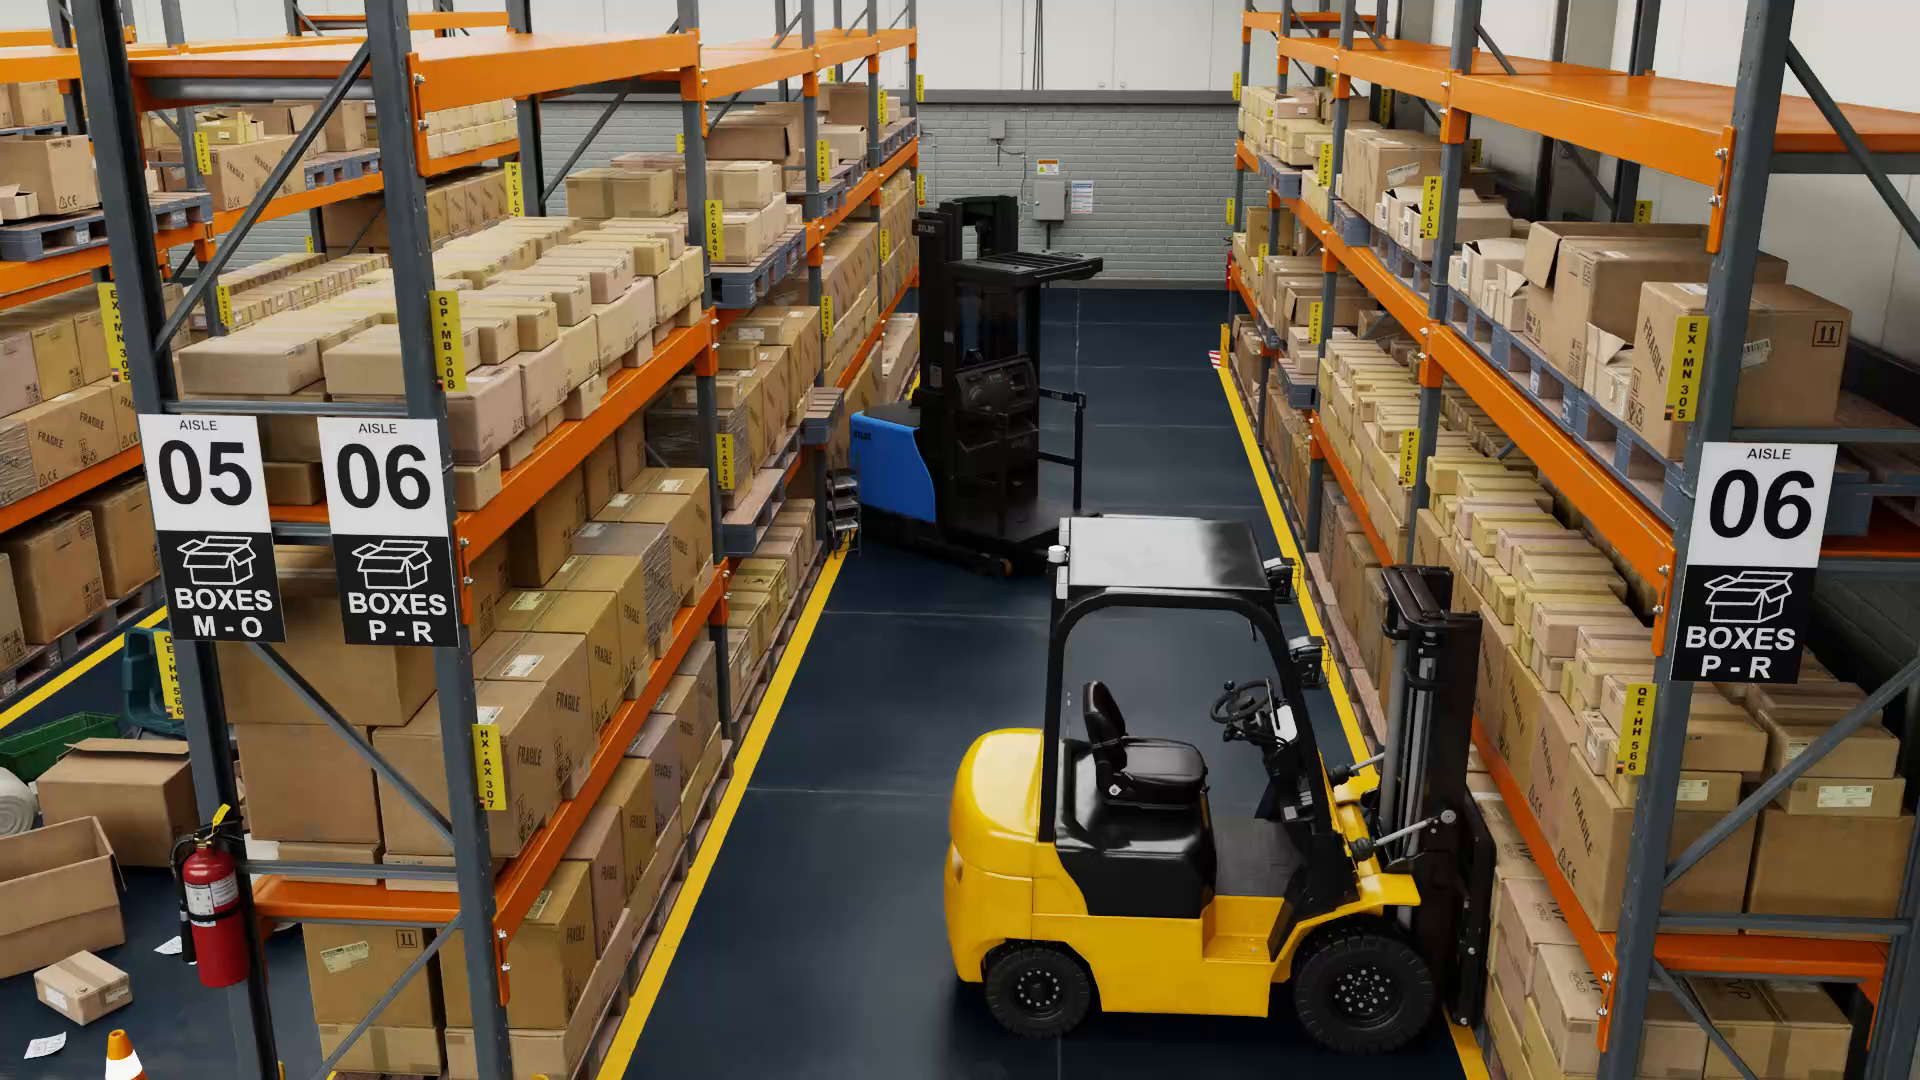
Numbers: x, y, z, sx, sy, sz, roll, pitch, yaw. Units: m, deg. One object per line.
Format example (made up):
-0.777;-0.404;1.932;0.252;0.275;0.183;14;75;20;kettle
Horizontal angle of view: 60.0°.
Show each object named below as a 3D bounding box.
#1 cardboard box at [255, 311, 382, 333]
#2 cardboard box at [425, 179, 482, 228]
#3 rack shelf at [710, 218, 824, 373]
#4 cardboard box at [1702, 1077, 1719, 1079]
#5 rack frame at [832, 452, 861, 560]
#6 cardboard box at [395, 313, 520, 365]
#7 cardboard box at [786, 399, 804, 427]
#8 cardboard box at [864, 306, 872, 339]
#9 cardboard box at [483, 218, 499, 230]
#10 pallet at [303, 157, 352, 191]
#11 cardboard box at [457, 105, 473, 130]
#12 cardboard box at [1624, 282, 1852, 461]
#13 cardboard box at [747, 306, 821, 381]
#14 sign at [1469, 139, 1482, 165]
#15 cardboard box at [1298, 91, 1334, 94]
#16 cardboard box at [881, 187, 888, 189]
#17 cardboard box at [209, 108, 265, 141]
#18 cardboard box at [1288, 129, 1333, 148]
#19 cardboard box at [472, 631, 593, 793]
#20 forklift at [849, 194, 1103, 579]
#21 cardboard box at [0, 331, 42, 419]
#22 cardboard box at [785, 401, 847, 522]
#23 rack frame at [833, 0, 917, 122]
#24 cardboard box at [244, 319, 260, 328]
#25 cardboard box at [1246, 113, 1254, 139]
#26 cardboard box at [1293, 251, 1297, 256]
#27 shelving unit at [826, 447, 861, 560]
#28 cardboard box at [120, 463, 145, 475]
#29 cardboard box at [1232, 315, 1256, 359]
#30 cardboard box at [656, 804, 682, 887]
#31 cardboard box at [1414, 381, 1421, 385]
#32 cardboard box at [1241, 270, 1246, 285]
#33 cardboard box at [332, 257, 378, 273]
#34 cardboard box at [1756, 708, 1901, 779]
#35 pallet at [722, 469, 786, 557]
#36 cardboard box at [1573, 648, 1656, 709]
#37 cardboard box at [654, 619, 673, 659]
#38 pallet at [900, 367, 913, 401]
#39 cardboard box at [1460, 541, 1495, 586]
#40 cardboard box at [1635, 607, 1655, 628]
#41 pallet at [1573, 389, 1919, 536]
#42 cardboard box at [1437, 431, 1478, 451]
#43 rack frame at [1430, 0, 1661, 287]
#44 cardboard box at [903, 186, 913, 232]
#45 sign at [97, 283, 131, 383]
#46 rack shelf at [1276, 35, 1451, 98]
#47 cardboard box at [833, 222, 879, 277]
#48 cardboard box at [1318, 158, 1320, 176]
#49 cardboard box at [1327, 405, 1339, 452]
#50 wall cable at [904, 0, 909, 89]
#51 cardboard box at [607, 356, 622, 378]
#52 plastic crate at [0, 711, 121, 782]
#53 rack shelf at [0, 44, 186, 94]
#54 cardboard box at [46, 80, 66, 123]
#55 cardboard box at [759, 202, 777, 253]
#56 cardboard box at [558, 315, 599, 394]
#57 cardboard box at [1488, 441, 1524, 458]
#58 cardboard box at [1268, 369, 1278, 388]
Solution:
-2.399;-0.763;6.241;0.380;0.149;0.250;1;18;3;cardboard box
-5.867;-3.889;19.231;0.500;0.500;0.500;1;18;2;cardboard box
-1.755;-1.755;11.300;1.077;0.370;4.000;1;18;4;rack shelf
3.007;2.030;6.349;0.500;0.250;0.500;2;18;5;cardboard box
-0.944;-0.281;13.834;0.240;0.900;0.006;-9;20;-25;rack frame
-1.874;-0.754;6.211;0.380;0.149;0.250;1;18;4;cardboard box
-1.353;-0.938;12.197;0.380;0.149;0.250;2;18;5;cardboard box
-1.143;-2.160;16.440;0.500;0.250;0.500;1;18;3;cardboard box
-5.827;-3.582;19.900;0.500;0.500;0.500;1;18;4;cardboard box
-6.491;-3.439;15.584;1.213;0.211;1.003;1;18;4;pallet
-5.884;-4.825;18.951;0.500;0.250;0.500;0;18;2;cardboard box
2.555;-0.561;5.506;0.500;0.500;0.500;2;18;6;cardboard box
-1.367;-1.534;12.973;0.500;0.500;0.500;1;18;2;cardboard box
3.893;-2.877;12.610;0.100;0.325;0.005;1;18;4;sign
4.095;-4.934;18.808;0.500;0.250;0.500;1;18;4;cardboard box
-1.002;-3.856;18.565;0.380;0.149;0.250;1;18;4;cardboard box
-6.236;-3.568;14.288;0.396;0.266;0.258;1;18;4;cardboard box
3.116;-3.557;14.735;0.380;0.149;0.250;1;18;4;cardboard box
-1.840;0.701;6.827;0.500;0.500;0.500;2;18;6;cardboard box
0.464;-1.263;13.569;3.031;2.935;1.130;16;24;40;forklift
-6.742;-1.123;11.267;0.700;0.500;0.500;1;18;4;cardboard box
-1.479;-0.695;14.465;0.875;0.875;0.875;1;18;3;cardboard box
-1.038;-6.628;20.199;1.000;3.000;0.127;1;18;4;rack frame
-6.304;-1.823;14.421;0.380;0.149;0.250;2;18;7;cardboard box
3.544;-4.714;18.939;0.500;0.250;0.500;1;18;2;cardboard box
4.029;-3.113;18.868;0.500;0.250;0.500;1;18;4;cardboard box
-0.989;-0.309;13.921;0.258;0.900;0.210;-9;20;-25;shelving unit
-6.689;-0.315;13.506;1.050;0.750;0.750;1;18;3;cardboard box
3.775;-2.493;20.548;0.797;0.503;0.637;1;18;2;cardboard box
-1.742;1.570;8.556;0.500;0.250;0.500;2;18;5;cardboard box
3.550;-1.045;12.232;0.500;0.250;0.500;1;18;4;cardboard box
3.474;-3.053;19.327;0.380;0.149;0.250;1;18;2;cardboard box
-6.122;-2.764;16.816;0.380;0.149;0.250;1;18;2;cardboard box
3.003;0.705;5.774;0.380;0.149;0.250;1;18;3;cardboard box
-1.698;-0.193;10.503;1.003;0.211;1.213;1;18;4;pallet
2.560;0.530;6.310;0.380;0.149;0.250;2;18;5;cardboard box
-1.687;0.491;8.509;0.380;0.149;0.250;1;18;3;cardboard box
-1.107;-1.824;19.651;1.003;0.211;1.213;1;18;4;pallet
2.648;0.115;8.052;0.380;0.149;0.250;1;18;3;cardboard box
3.182;0.371;7.271;0.380;0.149;0.250;1;18;4;cardboard box
2.843;-0.301;5.848;1.003;0.211;1.213;1;18;4;pallet
2.926;-0.563;10.121;0.380;0.149;0.250;1;18;4;cardboard box
3.053;-2.791;8.490;1.000;3.000;0.127;1;18;4;rack frame
-0.843;-3.982;19.991;0.500;0.500;0.500;1;18;4;cardboard box
-2.737;-0.673;5.419;0.100;0.325;0.005;1;18;4;sign
3.483;-4.123;14.352;1.077;0.370;4.000;1;18;4;rack shelf
-1.106;-2.913;16.730;0.500;0.500;0.500;2;18;6;cardboard box
3.182;-3.081;13.793;0.380;0.149;0.250;1;18;4;cardboard box
3.023;-0.823;12.359;0.500;0.250;0.500;1;18;3;cardboard box
-0.911;-8.401;25.610;0.463;3.000;0.029;1;18;4;wall cable
-1.808;-0.853;7.797;0.380;0.149;0.250;2;18;5;cardboard box
-5.549;1.263;10.175;0.450;0.188;0.662;0;15;35;plastic crate
-6.699;-3.069;11.136;1.077;0.370;4.000;1;18;4;rack shelf
-11.056;-5.222;19.730;0.700;0.500;0.500;0;18;0;cardboard box
-1.421;-1.934;10.257;0.500;0.250;0.500;1;18;3;cardboard box
-1.825;-0.771;6.904;0.500;0.250;0.500;2;18;6;cardboard box
3.364;-0.483;9.877;0.380;0.149;0.250;1;18;2;cardboard box
3.335;-1.640;16.908;0.380;0.149;0.250;2;18;7;cardboard box
